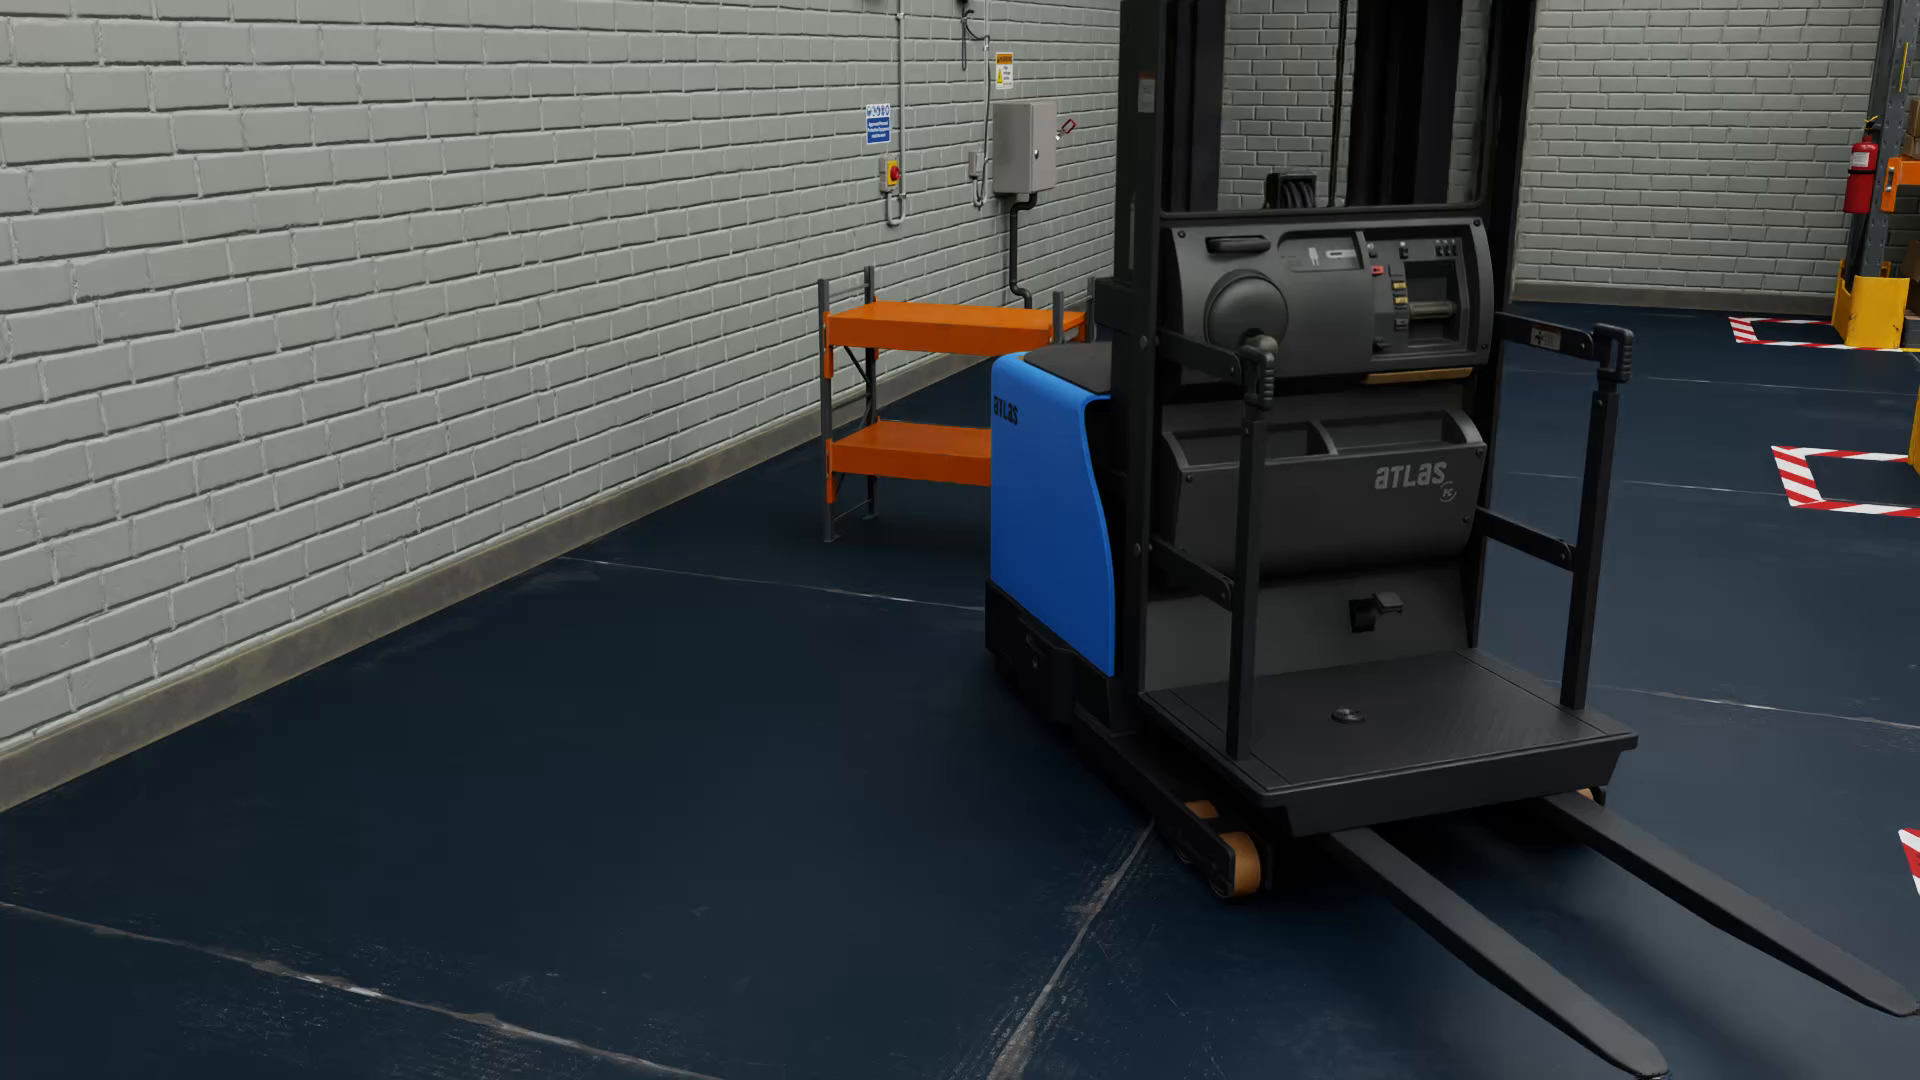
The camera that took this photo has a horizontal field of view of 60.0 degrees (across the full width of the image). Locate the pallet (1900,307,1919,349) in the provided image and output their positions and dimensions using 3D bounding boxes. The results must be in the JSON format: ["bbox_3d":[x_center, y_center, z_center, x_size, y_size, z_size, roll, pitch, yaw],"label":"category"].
[{"bbox_3d":[7.493,-1.545,12.117,1.213,0.211,1.003,6,17,21],"label":"pallet"}]

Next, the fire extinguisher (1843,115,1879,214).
[{"bbox_3d":[6.374,-2.652,11.737,0.183,0.674,0.296,6,17,21],"label":"fire extinguisher"}]

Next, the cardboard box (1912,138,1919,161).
[{"bbox_3d":[6.886,-2.748,11.709,0.250,0.149,0.380,6,17,20],"label":"cardboard box"}]

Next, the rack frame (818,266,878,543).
[{"bbox_3d":[-0.479,-0.593,7.198,0.032,1.125,0.500,6,17,21],"label":"rack frame"}]

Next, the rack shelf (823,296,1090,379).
[{"bbox_3d":[-0.006,-0.822,6.938,1.000,0.278,0.538,6,17,21],"label":"rack shelf"}]

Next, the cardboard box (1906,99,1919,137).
[{"bbox_3d":[7.206,-3.066,12.089,0.500,0.250,0.500,7,18,22],"label":"cardboard box"}]

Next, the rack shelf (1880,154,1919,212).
[{"bbox_3d":[8.541,-2.423,11.430,4.000,0.370,1.077,6,17,21],"label":"rack shelf"}]

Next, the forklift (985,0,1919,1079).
[{"bbox_3d":[1.054,-0.648,4.148,1.130,2.935,3.031,-6,17,-19],"label":"forklift"}]

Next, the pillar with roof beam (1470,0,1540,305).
[{"bbox_3d":[2.923,-5.247,9.108,0.400,9.000,9.100,6,17,21],"label":"pillar with roof beam"}]

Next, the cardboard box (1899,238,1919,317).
[{"bbox_3d":[7.215,-1.889,12.024,0.637,0.503,0.797,6,17,18],"label":"cardboard box"}]

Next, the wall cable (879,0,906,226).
[{"bbox_3d":[-0.391,-2.759,9.419,0.123,1.953,0.585,6,17,21],"label":"wall cable"}]

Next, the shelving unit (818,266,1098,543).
[{"bbox_3d":[-0.006,-0.541,7.019,1.048,1.125,0.538,6,17,21],"label":"shelving unit"}]

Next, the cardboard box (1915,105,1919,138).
[{"bbox_3d":[7.004,-2.928,11.614,0.500,0.250,0.500,6,17,21],"label":"cardboard box"}]

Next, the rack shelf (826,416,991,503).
[{"bbox_3d":[-0.006,-0.306,7.087,1.000,0.278,0.538,6,17,21],"label":"rack shelf"}]

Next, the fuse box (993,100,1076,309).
[{"bbox_3d":[0.515,-2.167,11.570,0.414,1.711,0.539,6,17,21],"label":"fuse box"}]

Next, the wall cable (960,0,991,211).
[{"bbox_3d":[0.118,-3.113,10.695,0.122,1.984,0.588,6,17,21],"label":"wall cable"}]

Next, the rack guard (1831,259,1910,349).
[{"bbox_3d":[6.751,-1.765,12.357,0.348,0.500,1.175,6,17,21],"label":"rack guard"}]

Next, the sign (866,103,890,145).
[{"bbox_3d":[-0.466,-2.380,9.506,0.001,0.218,0.327,6,17,21],"label":"sign"}]

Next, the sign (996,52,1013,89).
[{"bbox_3d":[0.302,-3.190,11.299,0.001,0.242,0.339,6,17,21],"label":"sign"}]

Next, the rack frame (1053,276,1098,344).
[{"bbox_3d":[0.467,-0.489,6.840,0.032,1.125,0.500,6,17,21],"label":"rack frame"}]

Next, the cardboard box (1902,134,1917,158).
[{"bbox_3d":[7.087,-2.888,12.193,0.250,0.149,0.380,6,17,20],"label":"cardboard box"}]

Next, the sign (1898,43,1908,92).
[{"bbox_3d":[6.482,-3.248,11.429,0.005,0.325,0.100,6,17,21],"label":"sign"}]

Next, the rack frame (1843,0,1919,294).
[{"bbox_3d":[6.681,-2.973,12.035,0.127,3.000,1.000,6,17,21],"label":"rack frame"}]

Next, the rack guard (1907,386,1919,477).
[{"bbox_3d":[4.840,-0.487,7.956,0.348,0.500,1.175,6,17,21],"label":"rack guard"}]
